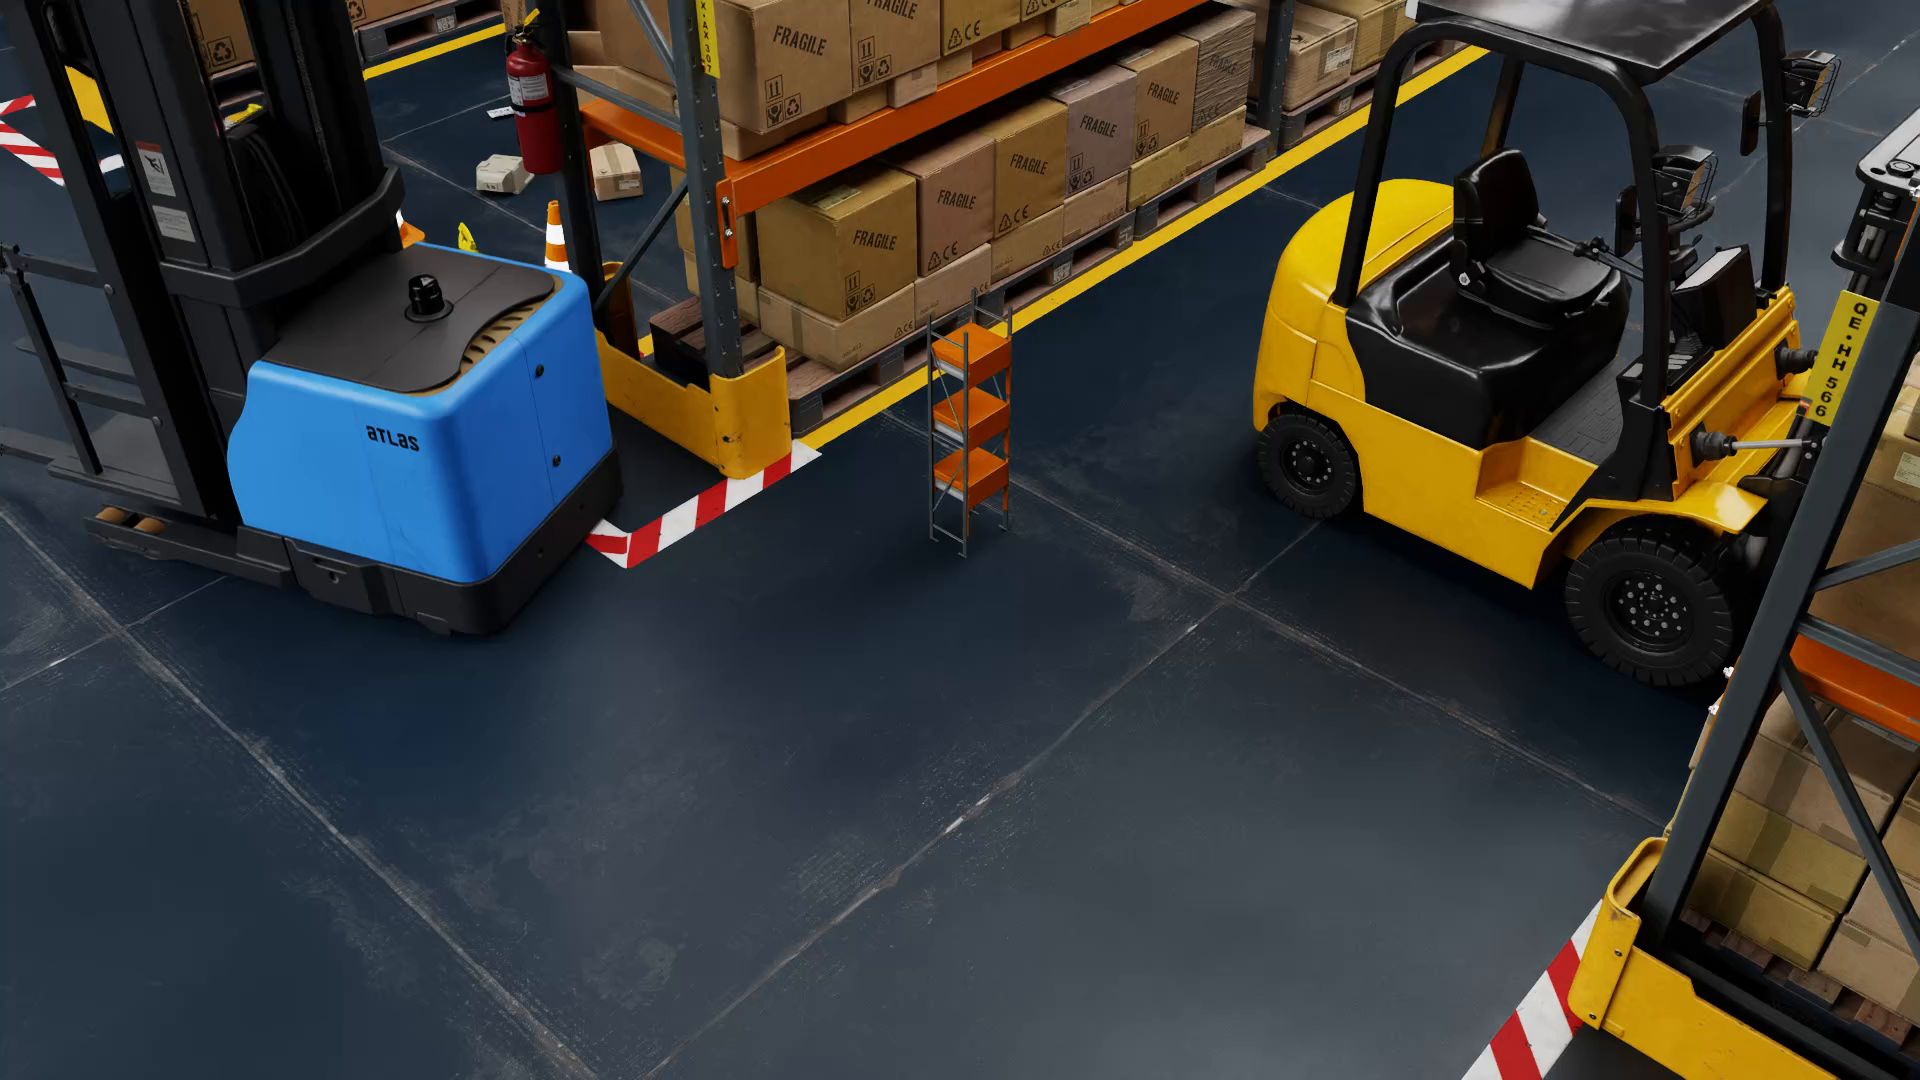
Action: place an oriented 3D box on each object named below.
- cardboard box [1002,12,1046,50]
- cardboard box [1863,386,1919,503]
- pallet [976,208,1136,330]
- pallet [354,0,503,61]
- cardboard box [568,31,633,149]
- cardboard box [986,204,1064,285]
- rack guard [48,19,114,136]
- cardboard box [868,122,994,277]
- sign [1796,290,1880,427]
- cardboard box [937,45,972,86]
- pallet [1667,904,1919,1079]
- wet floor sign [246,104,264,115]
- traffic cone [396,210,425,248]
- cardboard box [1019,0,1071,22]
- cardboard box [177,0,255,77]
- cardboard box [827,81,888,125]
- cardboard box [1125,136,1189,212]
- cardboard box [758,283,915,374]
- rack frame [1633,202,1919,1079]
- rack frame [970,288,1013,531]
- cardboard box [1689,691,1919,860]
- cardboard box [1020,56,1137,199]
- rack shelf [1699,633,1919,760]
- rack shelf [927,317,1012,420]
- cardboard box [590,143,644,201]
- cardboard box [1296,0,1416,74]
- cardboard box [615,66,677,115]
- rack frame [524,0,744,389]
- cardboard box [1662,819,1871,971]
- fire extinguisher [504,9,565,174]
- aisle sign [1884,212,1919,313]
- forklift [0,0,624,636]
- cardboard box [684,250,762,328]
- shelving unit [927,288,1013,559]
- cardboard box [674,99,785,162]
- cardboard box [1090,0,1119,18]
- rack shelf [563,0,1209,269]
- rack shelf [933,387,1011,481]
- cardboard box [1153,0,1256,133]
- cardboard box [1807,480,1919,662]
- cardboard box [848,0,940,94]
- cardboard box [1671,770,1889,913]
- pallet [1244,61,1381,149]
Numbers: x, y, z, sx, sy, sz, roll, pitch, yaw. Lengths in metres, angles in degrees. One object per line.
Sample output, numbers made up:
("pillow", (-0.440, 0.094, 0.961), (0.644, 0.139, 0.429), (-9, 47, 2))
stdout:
("cardboard box", (0.166, -2.369, 7.521), (0.380, 0.149, 0.250), (28, 46, 31))
("cardboard box", (2.390, -0.190, 3.978), (0.380, 0.149, 0.250), (30, 48, 32))
("pallet", (0.145, -1.562, 8.545), (1.003, 0.211, 1.213), (30, 47, 32))
("pallet", (-3.721, -3.601, 11.109), (1.003, 0.211, 1.213), (30, 47, 32))
("cardboard box", (-1.987, -2.596, 9.610), (0.797, 0.503, 0.637), (2, 39, 2))
("cardboard box", (0.154, -1.533, 8.139), (0.500, 0.250, 0.500), (-31, 48, -33))
("rack guard", (-5.042, -2.745, 9.801), (1.175, 0.500, 0.348), (30, 47, 32))
("cardboard box", (-0.190, -1.592, 7.611), (0.500, 0.500, 0.500), (28, 46, 30))
("sign", (1.972, -0.400, 3.723), (0.100, 0.325, 0.005), (30, 47, 32))
("cardboard box", (-0.168, -2.114, 7.200), (0.380, 0.149, 0.250), (31, 48, 33))
("pallet", (2.848, 1.102, 5.194), (1.003, 0.211, 1.213), (30, 47, 32))
("wet floor sign", (-3.583, -1.969, 8.707), (0.267, 0.644, 0.232), (22, 43, 25))
("traffic cone", (-3.014, -1.759, 8.590), (0.336, 0.463, 0.334), (30, 47, 32))
("cardboard box", (0.248, -2.670, 7.379), (0.500, 0.500, 0.500), (29, 47, 31))
("cardboard box", (-4.617, -3.407, 9.994), (0.875, 0.875, 0.875), (30, 47, 32))
("cardboard box", (-0.523, -1.883, 6.910), (0.380, 0.149, 0.250), (28, 46, 31))
("cardboard box", (0.843, -1.995, 8.721), (0.500, 0.250, 0.500), (28, 46, 31))
("cardboard box", (-0.555, -1.045, 7.526), (0.500, 0.250, 0.500), (29, 47, 32))
("rack frame", (2.363, 0.380, 3.862), (1.000, 3.000, 0.127), (30, 47, 32))
("rack frame", (0.118, -0.492, 6.525), (0.200, 1.050, 0.008), (30, 47, 32))
("cardboard box", (2.444, 0.558, 4.707), (0.500, 0.250, 0.500), (31, 48, 33))
("cardboard box", (0.509, -2.068, 8.210), (0.500, 0.500, 0.500), (-31, 48, -33))
("rack shelf", (3.712, -0.257, 5.242), (1.077, 0.370, 4.000), (30, 47, 32))
("rack shelf", (0.036, -0.649, 6.284), (0.215, 0.259, 0.240), (30, 47, 32))
("cardboard box", (-1.911, -2.037, 9.192), (0.250, 0.149, 0.380), (-11, 40, -14))
("cardboard box", (2.230, -3.250, 10.201), (0.625, 0.372, 0.950), (-31, 48, -33))
("cardboard box", (-1.209, -1.866, 6.888), (0.380, 0.149, 0.250), (31, 48, 33))
("rack frame", (-1.303, -1.703, 6.481), (1.000, 3.000, 0.127), (30, 47, 32))
("cardboard box", (2.447, 0.943, 5.026), (0.500, 0.250, 0.500), (30, 47, 32))
("fire extinguisher", (-1.721, -1.813, 6.683), (0.296, 0.674, 0.183), (30, 47, 32))
("aisle sign", (2.102, -0.731, 3.170), (0.394, 0.787, 0.004), (30, 47, 32))
("forklift", (-2.963, -1.360, 6.106), (3.031, 2.935, 1.130), (13, 40, 16))
("cardboard box", (-0.940, -1.286, 7.829), (0.500, 0.250, 0.500), (29, 47, 32))
("shelving unit", (0.036, -0.435, 6.454), (0.215, 1.050, 0.252), (30, 47, 32))
("cardboard box", (-0.921, -1.674, 6.646), (0.380, 0.149, 0.250), (30, 47, 32))
("cardboard box", (0.526, -2.593, 7.803), (0.380, 0.149, 0.250), (29, 47, 31))
("rack shelf", (0.046, -2.340, 7.861), (1.077, 0.370, 4.000), (30, 47, 32))
("rack shelf", (0.036, -0.427, 6.461), (0.215, 0.259, 0.240), (30, 47, 32))
("cardboard box", (1.194, -2.538, 8.800), (0.500, 0.500, 0.500), (29, 47, 31))
("cardboard box", (2.501, 0.004, 4.254), (0.500, 0.500, 0.500), (29, 47, 31))
("cardboard box", (-0.432, -2.199, 6.786), (0.500, 0.500, 0.500), (31, 48, 33))
("cardboard box", (2.461, 0.741, 4.878), (0.500, 0.250, 0.500), (29, 47, 31))
("pallet", (1.919, -2.807, 10.111), (1.003, 0.211, 1.213), (30, 47, 32))
